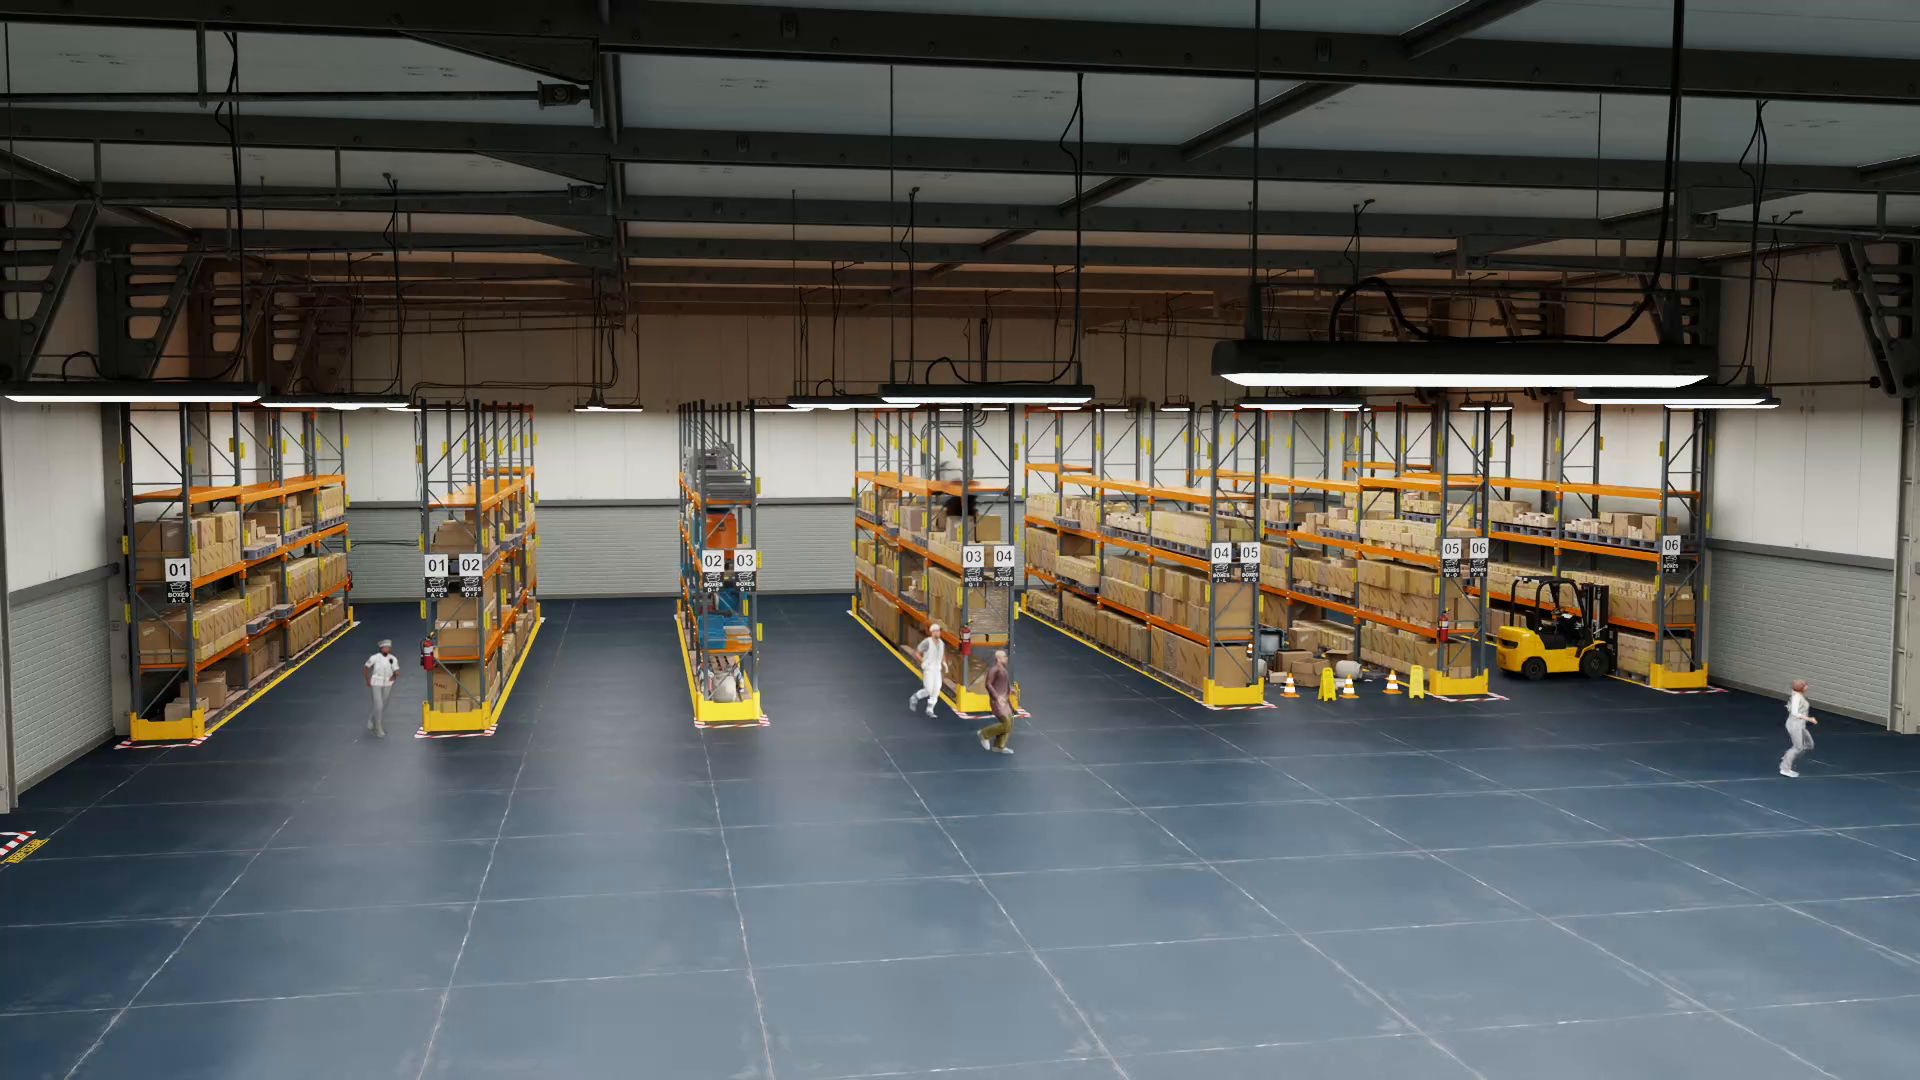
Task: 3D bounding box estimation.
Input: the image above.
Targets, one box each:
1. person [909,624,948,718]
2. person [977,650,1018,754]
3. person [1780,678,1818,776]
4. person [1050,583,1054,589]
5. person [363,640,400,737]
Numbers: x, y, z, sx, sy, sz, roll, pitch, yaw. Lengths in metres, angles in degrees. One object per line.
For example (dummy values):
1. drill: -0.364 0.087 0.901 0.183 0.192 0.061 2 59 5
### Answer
1. person: -0.538 2.463 31.658 0.703 1.737 0.680 -4 6 -41
2. person: 0.636 2.733 28.146 0.635 1.750 0.731 1 5 18
3. person: 13.238 2.960 26.216 0.536 1.564 0.538 3 5 35
4. person: 2.953 1.208 50.084 0.571 1.470 0.529 -1 4 -13
5. person: -10.389 2.637 29.919 0.593 1.700 0.799 -4 6 -40
